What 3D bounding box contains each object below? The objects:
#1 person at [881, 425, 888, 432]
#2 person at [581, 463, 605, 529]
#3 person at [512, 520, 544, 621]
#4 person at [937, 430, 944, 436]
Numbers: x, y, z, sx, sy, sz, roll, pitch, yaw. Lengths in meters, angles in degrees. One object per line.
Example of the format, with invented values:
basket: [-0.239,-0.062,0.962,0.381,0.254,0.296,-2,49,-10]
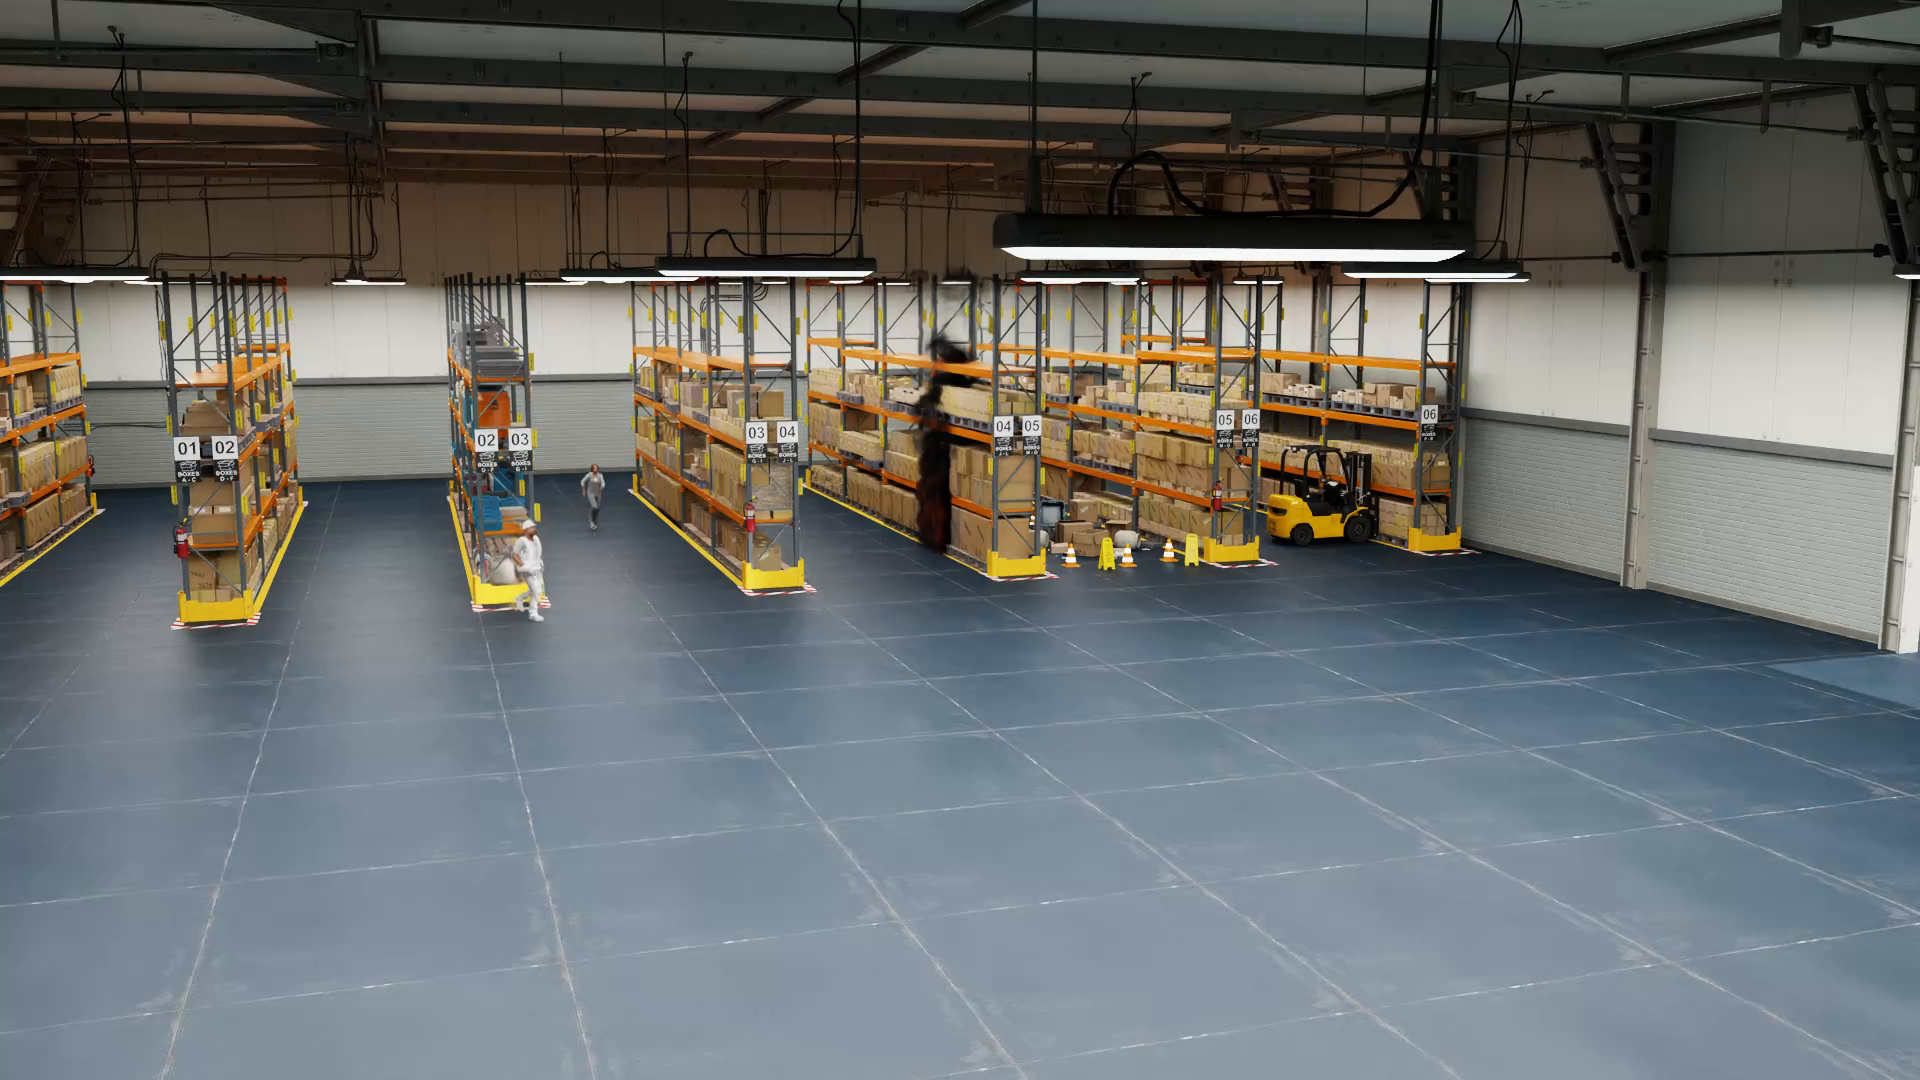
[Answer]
person: [-2.169,-2.468,48.668,0.665,1.819,0.774,-4,9,-22]
person: [-8.714,-1.040,39.650,0.500,1.578,0.730,-5,10,-32]
person: [-7.539,0.517,28.947,0.659,1.741,0.717,3,9,19]
person: [-0.632,-2.772,51.107,0.556,1.625,0.594,-1,9,-10]
